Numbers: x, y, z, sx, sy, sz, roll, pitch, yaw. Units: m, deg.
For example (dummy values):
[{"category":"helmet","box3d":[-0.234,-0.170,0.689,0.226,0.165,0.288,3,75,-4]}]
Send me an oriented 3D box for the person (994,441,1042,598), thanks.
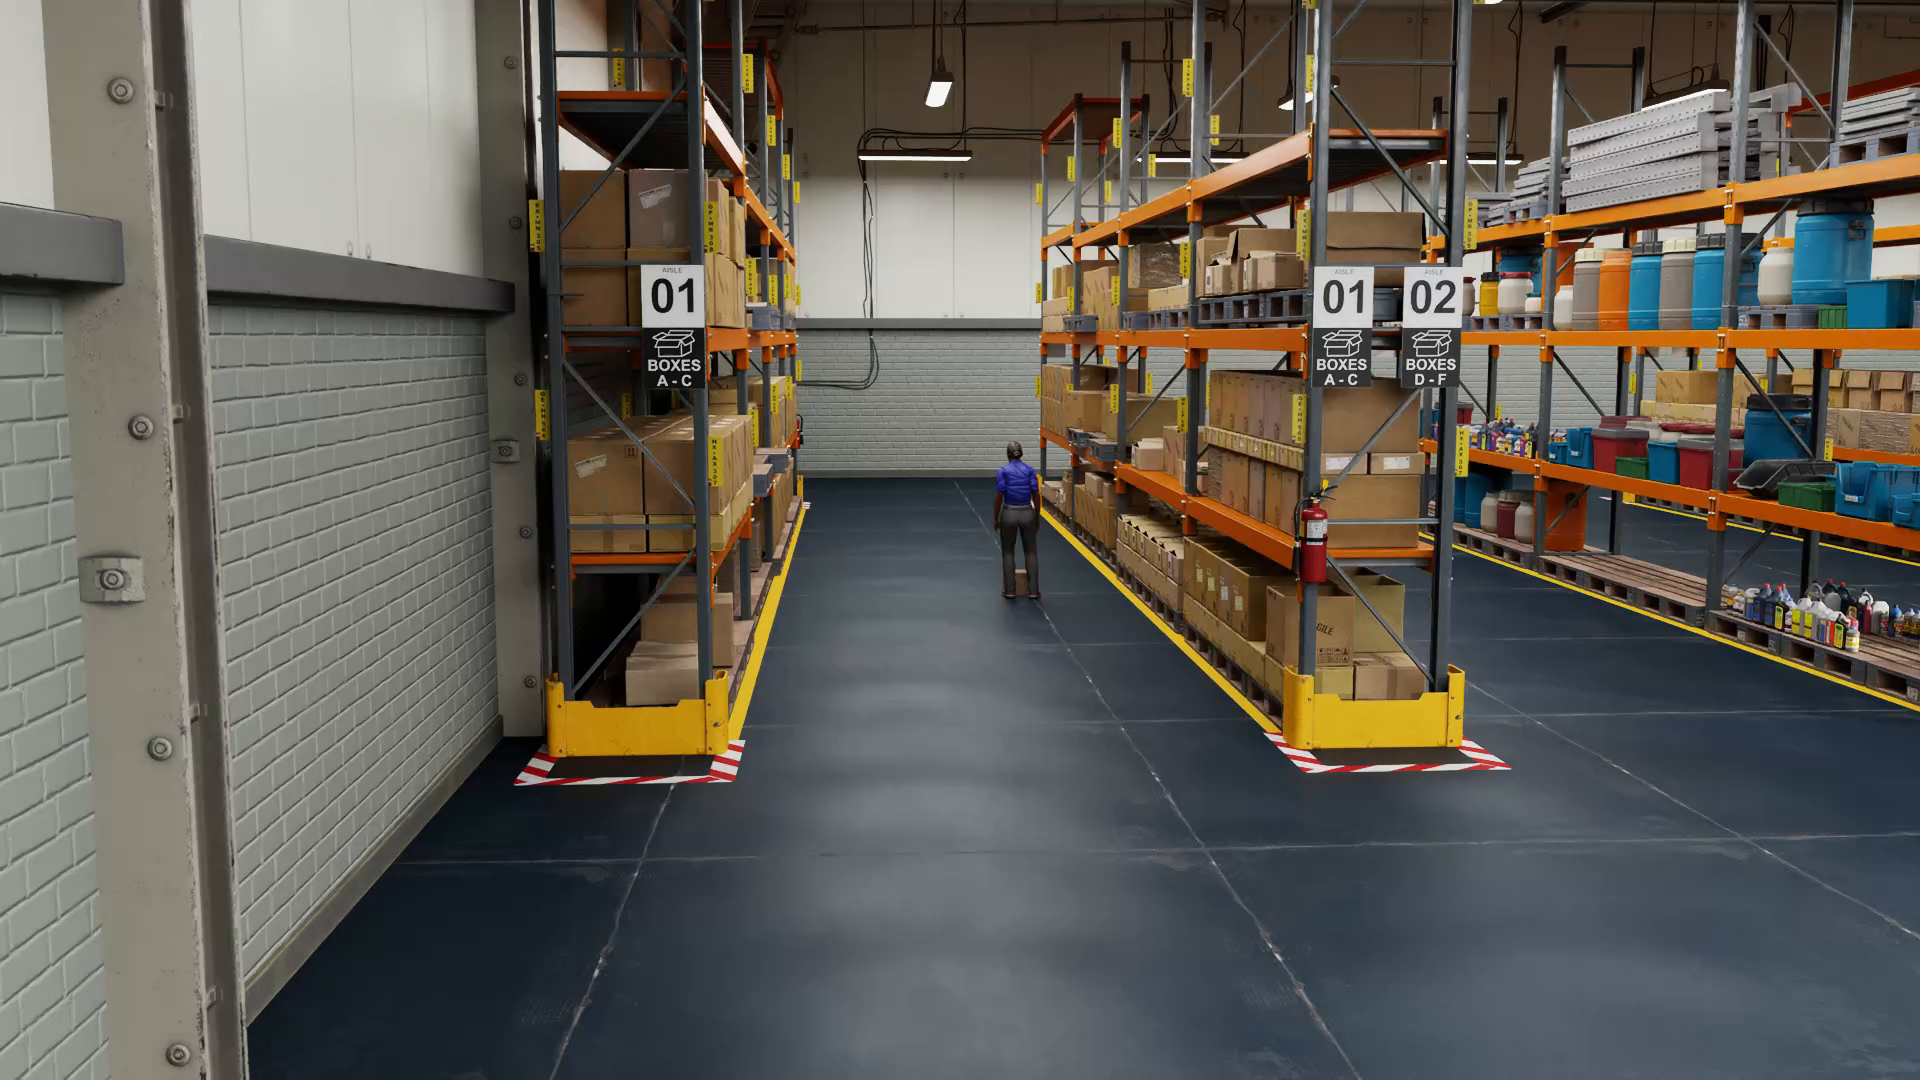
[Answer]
[{"category":"person","box3d":[0.610,-0.213,17.520,0.531,1.654,0.402,-1,7,-7]}]
